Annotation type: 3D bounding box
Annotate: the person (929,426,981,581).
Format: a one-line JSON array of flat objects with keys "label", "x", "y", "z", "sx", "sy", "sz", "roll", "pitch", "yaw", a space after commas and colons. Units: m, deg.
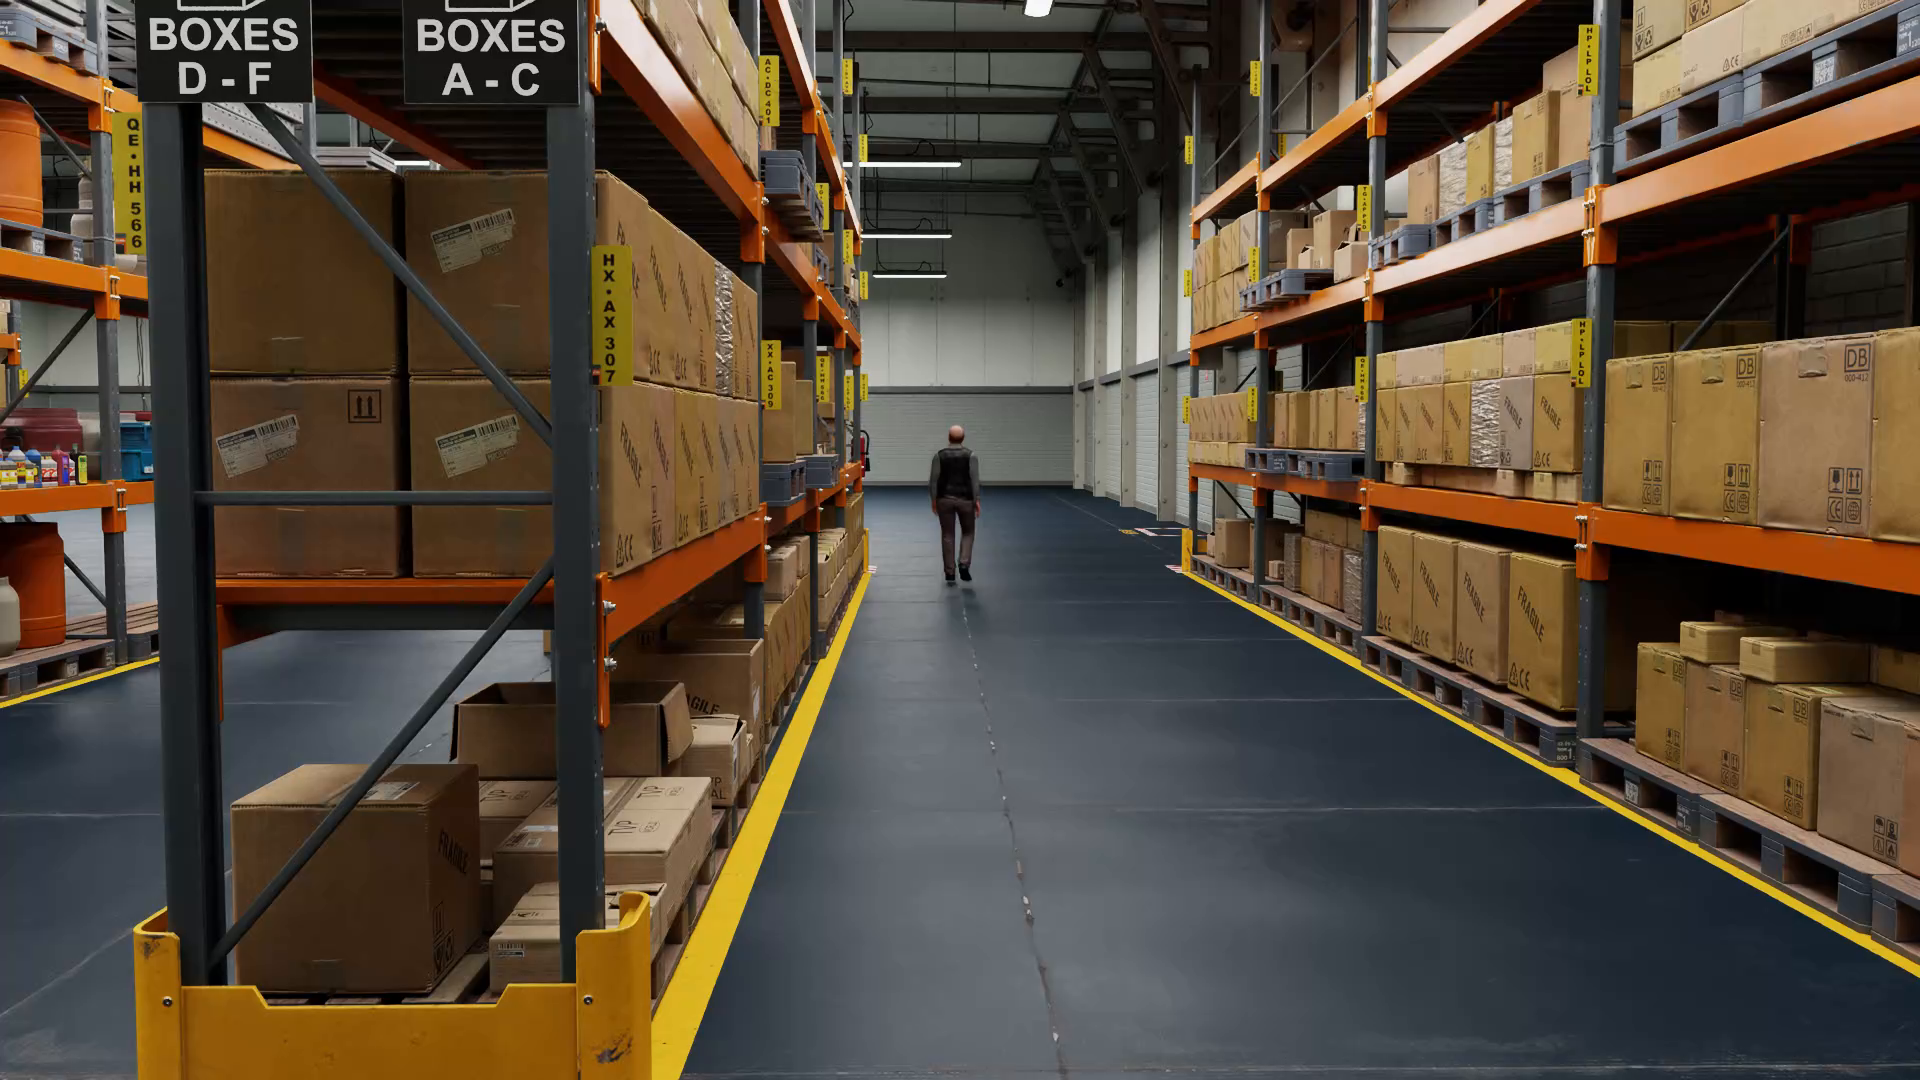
[{"label": "person", "x": -0.056, "y": -0.388, "z": 18.493, "sx": 0.567, "sy": 1.766, "sz": 0.515, "roll": 0, "pitch": 4, "yaw": 0}]
